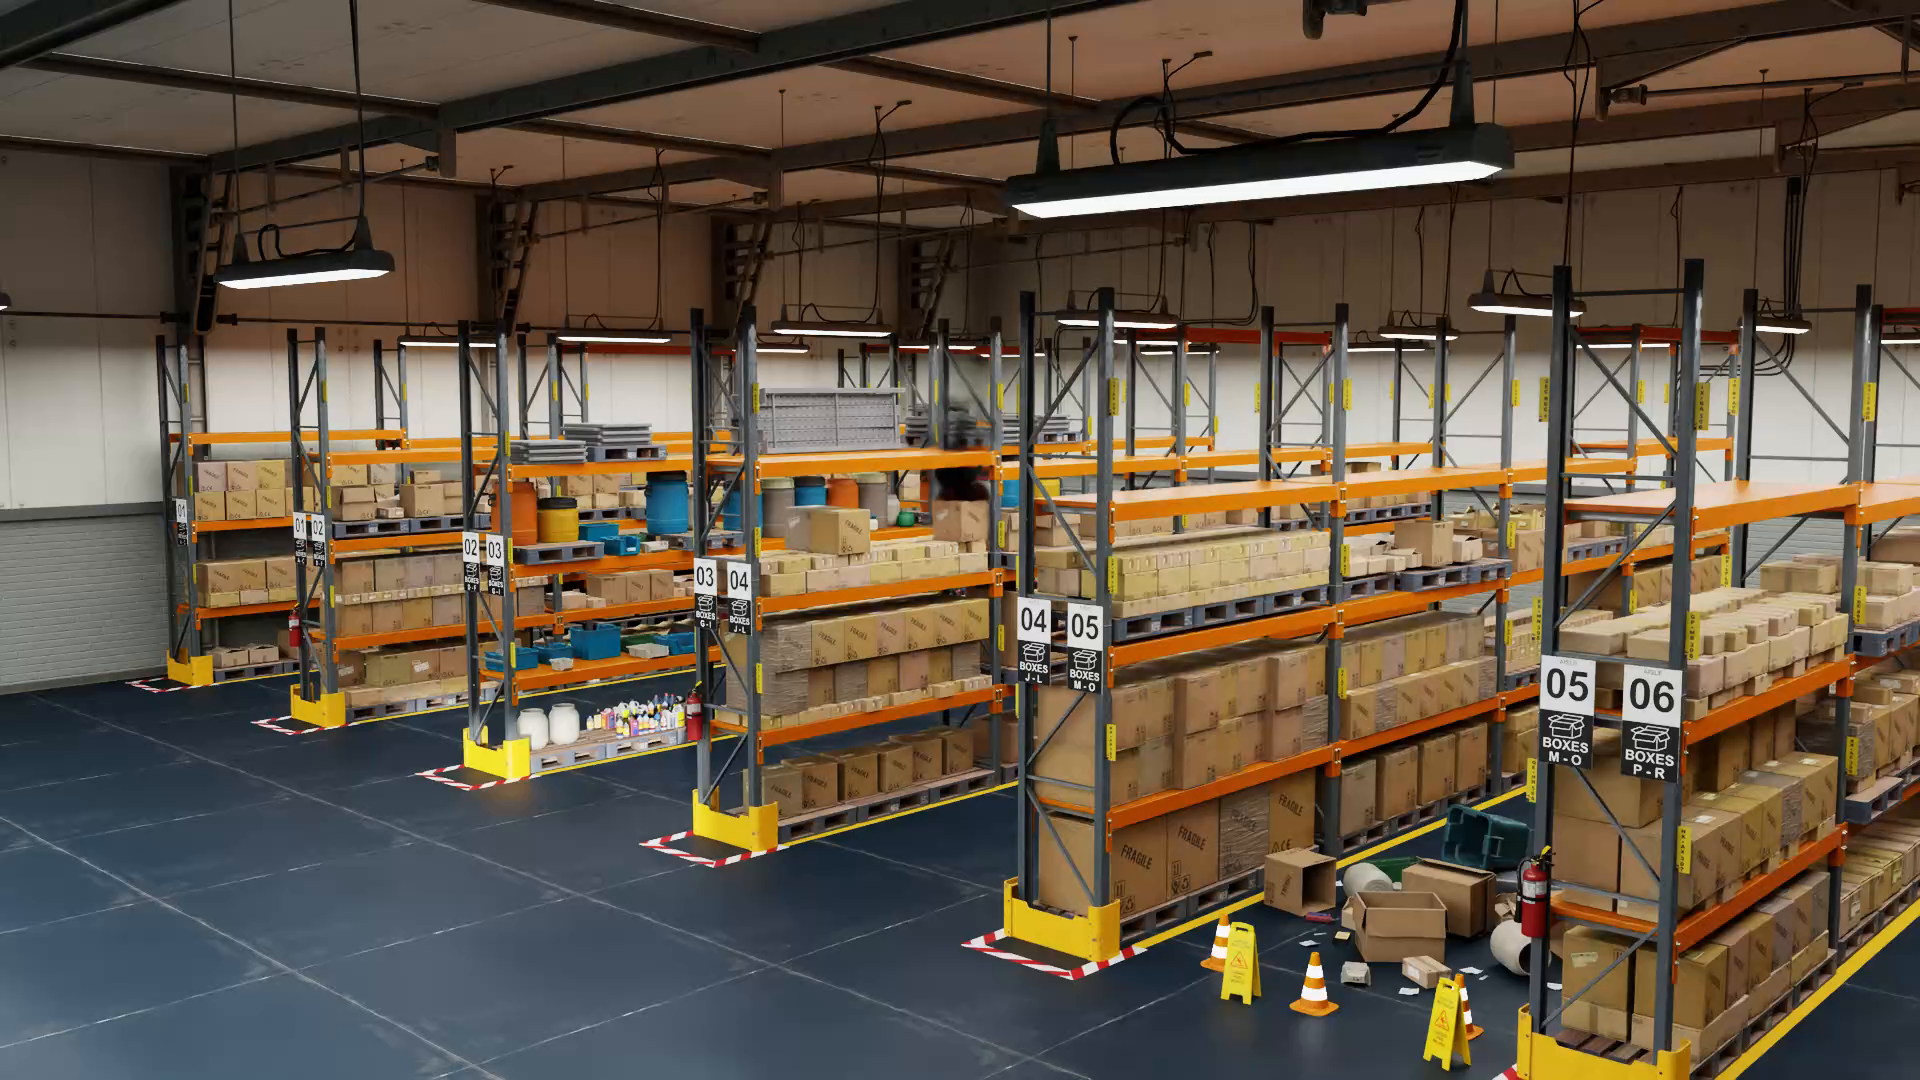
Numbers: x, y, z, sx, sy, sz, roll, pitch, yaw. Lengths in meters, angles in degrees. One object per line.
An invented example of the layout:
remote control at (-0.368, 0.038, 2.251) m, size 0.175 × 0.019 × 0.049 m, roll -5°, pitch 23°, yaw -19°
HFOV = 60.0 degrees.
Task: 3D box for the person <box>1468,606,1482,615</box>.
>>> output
person at (7.839, 1.928, 25.284) m, size 0.825 × 1.847 × 0.666 m, roll -5°, pitch 7°, yaw -42°

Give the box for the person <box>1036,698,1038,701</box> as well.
person at (1.452, 1.750, 27.105) m, size 0.651 × 1.741 × 0.609 m, roll 4°, pitch 7°, yaw 34°
